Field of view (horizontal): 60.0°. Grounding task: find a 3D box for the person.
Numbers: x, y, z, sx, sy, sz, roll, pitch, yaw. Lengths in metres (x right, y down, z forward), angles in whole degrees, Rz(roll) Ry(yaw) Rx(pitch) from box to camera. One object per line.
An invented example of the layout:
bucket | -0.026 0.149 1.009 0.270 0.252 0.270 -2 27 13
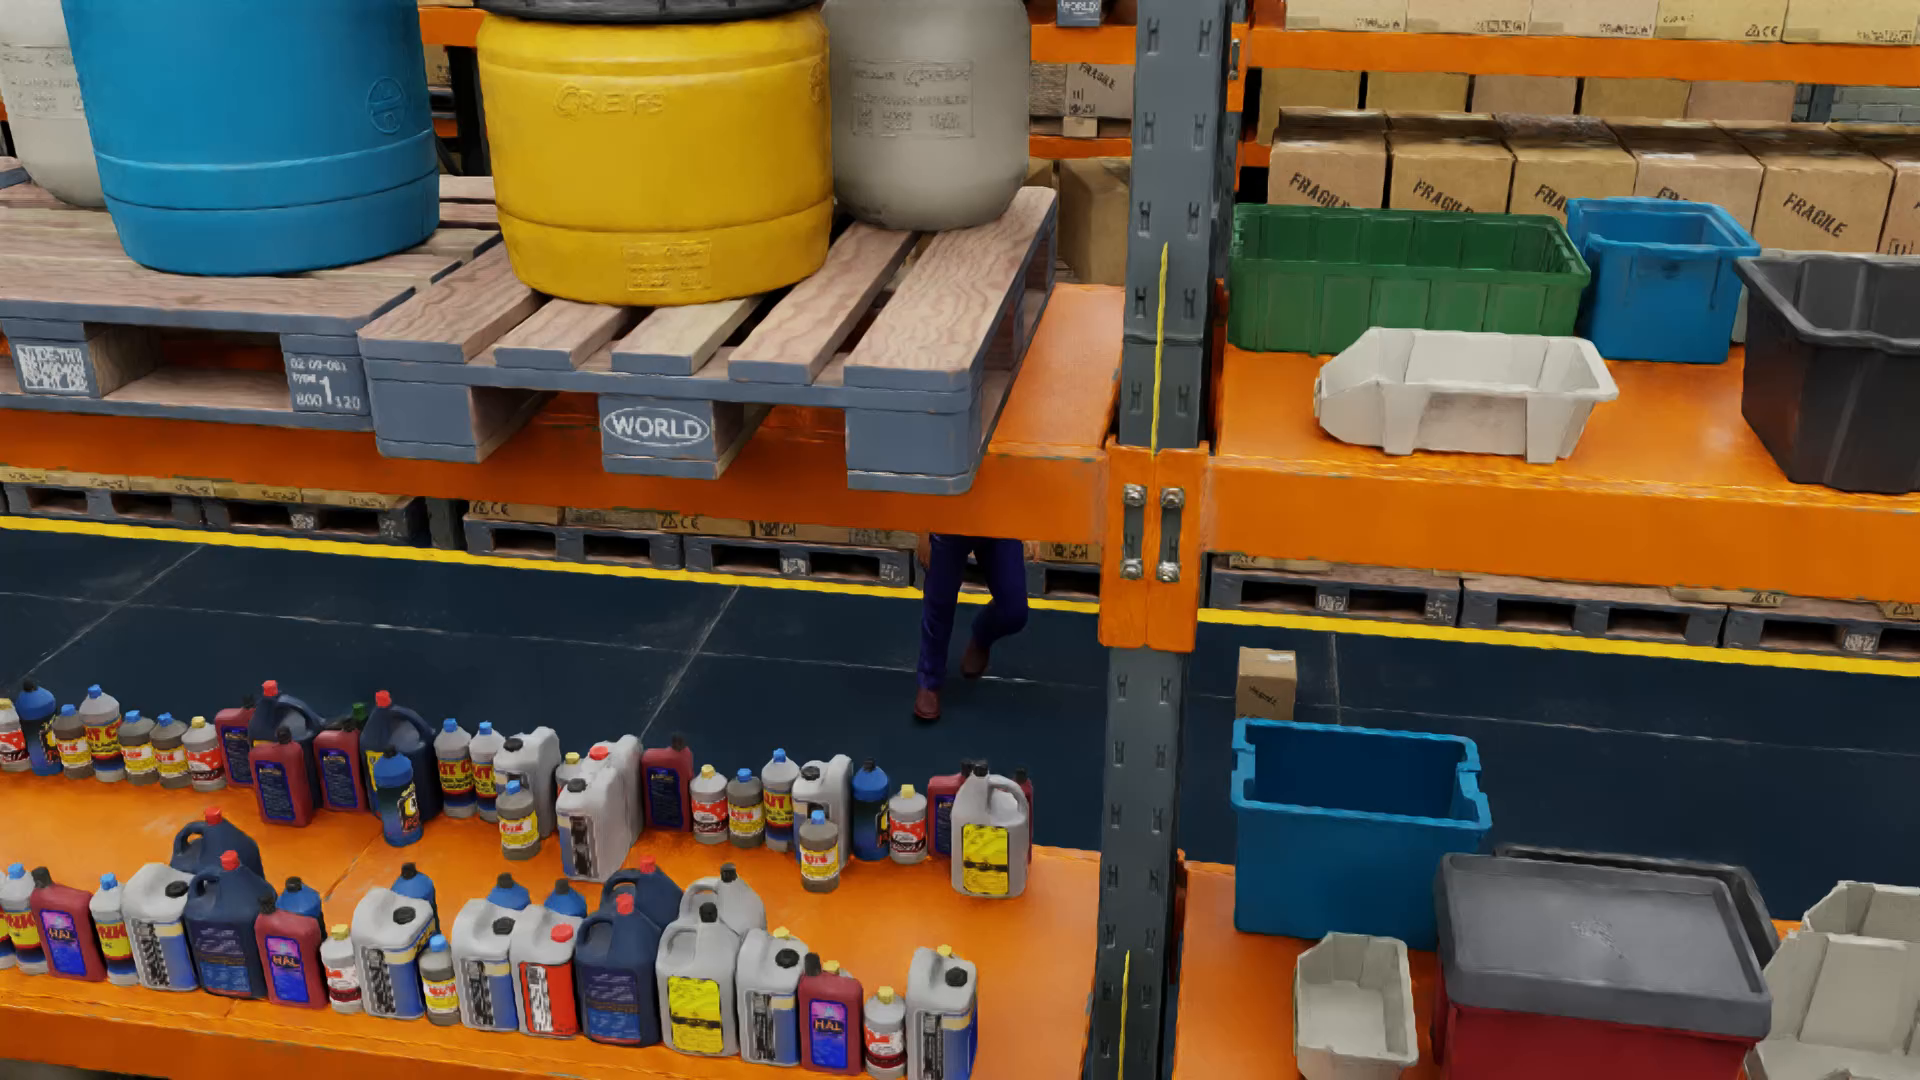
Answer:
person | 0.040 -0.034 7.208 0.577 1.602 0.487 -6 26 -13
